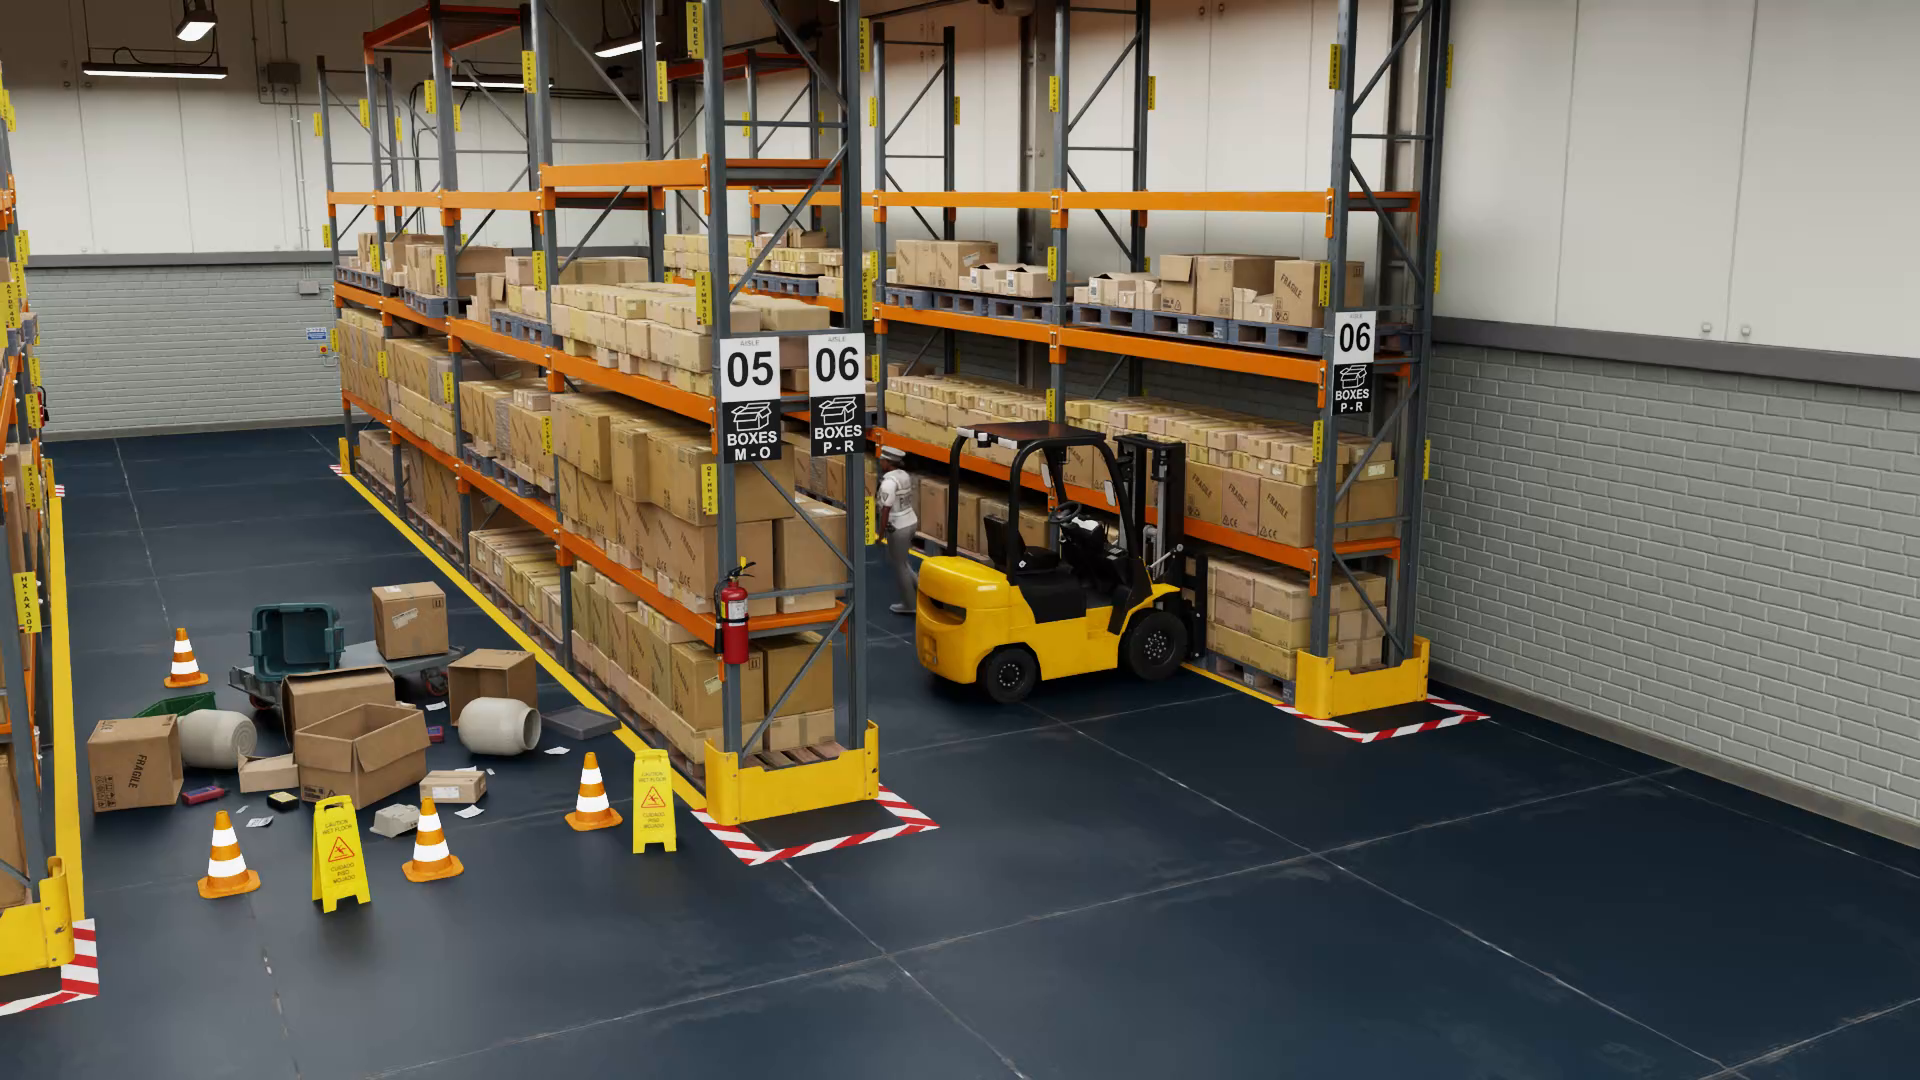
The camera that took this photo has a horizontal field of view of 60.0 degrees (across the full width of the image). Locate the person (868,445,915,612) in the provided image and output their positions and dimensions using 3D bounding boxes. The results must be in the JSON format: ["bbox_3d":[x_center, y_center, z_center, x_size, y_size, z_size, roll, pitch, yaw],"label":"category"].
[{"bbox_3d":[-0.673,-0.117,16.389,0.474,1.670,0.579,3,12,15],"label":"person"}]
